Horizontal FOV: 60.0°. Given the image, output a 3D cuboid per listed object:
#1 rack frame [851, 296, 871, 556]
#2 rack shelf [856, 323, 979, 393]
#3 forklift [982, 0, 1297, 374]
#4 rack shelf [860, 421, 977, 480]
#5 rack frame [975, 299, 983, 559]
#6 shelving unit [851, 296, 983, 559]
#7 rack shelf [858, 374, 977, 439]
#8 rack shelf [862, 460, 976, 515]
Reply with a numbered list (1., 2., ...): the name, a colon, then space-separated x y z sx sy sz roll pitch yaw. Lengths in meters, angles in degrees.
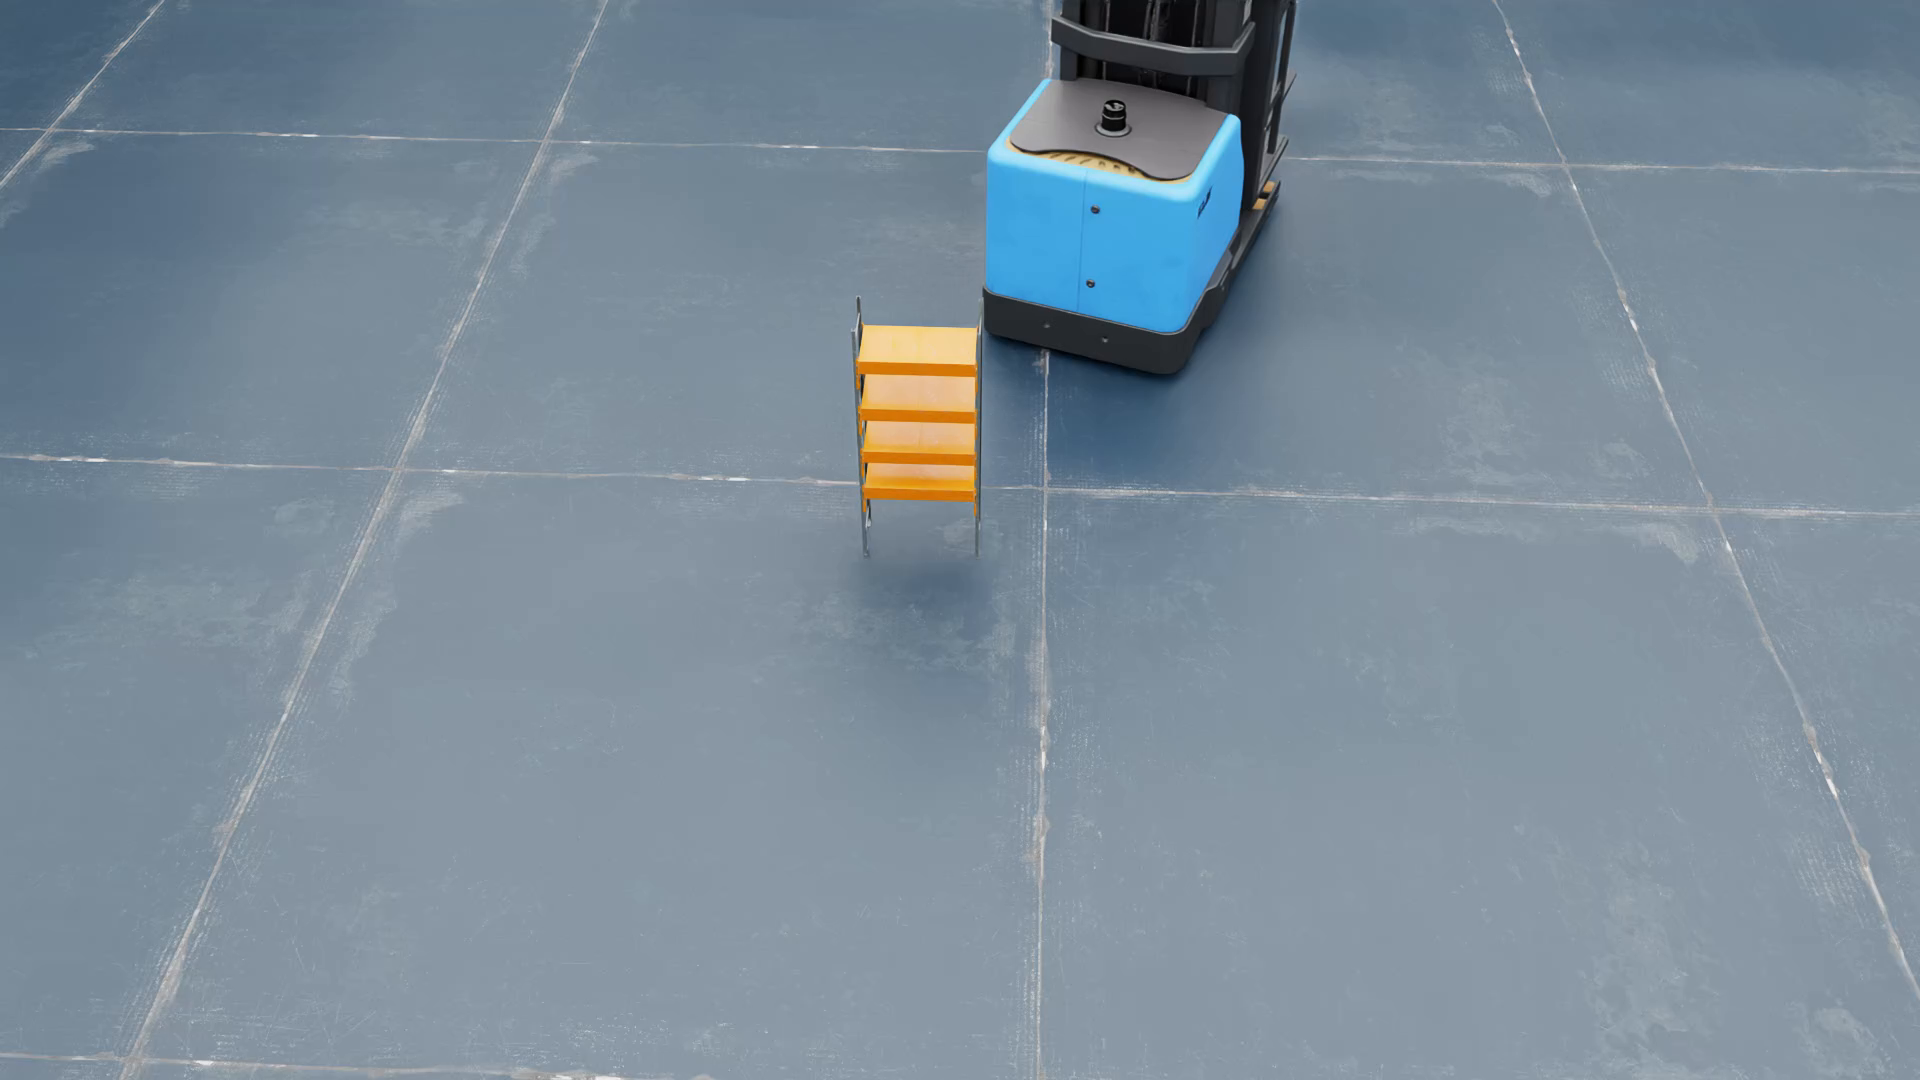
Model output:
1. rack frame: -0.409 -0.452 6.940 0.015 1.200 0.240 2 43 2
2. rack shelf: -0.165 -0.732 6.664 0.480 0.148 0.258 2 43 2
3. forklift: 1.143 -2.893 8.291 1.130 2.935 3.031 16 45 16
4. rack shelf: -0.165 -0.395 6.978 0.480 0.148 0.258 2 43 2
5. rack frame: 0.078 -0.437 6.924 0.015 1.200 0.240 2 43 2
6. shelving unit: -0.165 -0.444 6.932 0.503 1.200 0.258 2 43 2
7. rack shelf: -0.165 -0.559 6.825 0.480 0.148 0.258 2 43 2
8. rack shelf: -0.165 -0.250 7.113 0.480 0.148 0.258 2 43 2
